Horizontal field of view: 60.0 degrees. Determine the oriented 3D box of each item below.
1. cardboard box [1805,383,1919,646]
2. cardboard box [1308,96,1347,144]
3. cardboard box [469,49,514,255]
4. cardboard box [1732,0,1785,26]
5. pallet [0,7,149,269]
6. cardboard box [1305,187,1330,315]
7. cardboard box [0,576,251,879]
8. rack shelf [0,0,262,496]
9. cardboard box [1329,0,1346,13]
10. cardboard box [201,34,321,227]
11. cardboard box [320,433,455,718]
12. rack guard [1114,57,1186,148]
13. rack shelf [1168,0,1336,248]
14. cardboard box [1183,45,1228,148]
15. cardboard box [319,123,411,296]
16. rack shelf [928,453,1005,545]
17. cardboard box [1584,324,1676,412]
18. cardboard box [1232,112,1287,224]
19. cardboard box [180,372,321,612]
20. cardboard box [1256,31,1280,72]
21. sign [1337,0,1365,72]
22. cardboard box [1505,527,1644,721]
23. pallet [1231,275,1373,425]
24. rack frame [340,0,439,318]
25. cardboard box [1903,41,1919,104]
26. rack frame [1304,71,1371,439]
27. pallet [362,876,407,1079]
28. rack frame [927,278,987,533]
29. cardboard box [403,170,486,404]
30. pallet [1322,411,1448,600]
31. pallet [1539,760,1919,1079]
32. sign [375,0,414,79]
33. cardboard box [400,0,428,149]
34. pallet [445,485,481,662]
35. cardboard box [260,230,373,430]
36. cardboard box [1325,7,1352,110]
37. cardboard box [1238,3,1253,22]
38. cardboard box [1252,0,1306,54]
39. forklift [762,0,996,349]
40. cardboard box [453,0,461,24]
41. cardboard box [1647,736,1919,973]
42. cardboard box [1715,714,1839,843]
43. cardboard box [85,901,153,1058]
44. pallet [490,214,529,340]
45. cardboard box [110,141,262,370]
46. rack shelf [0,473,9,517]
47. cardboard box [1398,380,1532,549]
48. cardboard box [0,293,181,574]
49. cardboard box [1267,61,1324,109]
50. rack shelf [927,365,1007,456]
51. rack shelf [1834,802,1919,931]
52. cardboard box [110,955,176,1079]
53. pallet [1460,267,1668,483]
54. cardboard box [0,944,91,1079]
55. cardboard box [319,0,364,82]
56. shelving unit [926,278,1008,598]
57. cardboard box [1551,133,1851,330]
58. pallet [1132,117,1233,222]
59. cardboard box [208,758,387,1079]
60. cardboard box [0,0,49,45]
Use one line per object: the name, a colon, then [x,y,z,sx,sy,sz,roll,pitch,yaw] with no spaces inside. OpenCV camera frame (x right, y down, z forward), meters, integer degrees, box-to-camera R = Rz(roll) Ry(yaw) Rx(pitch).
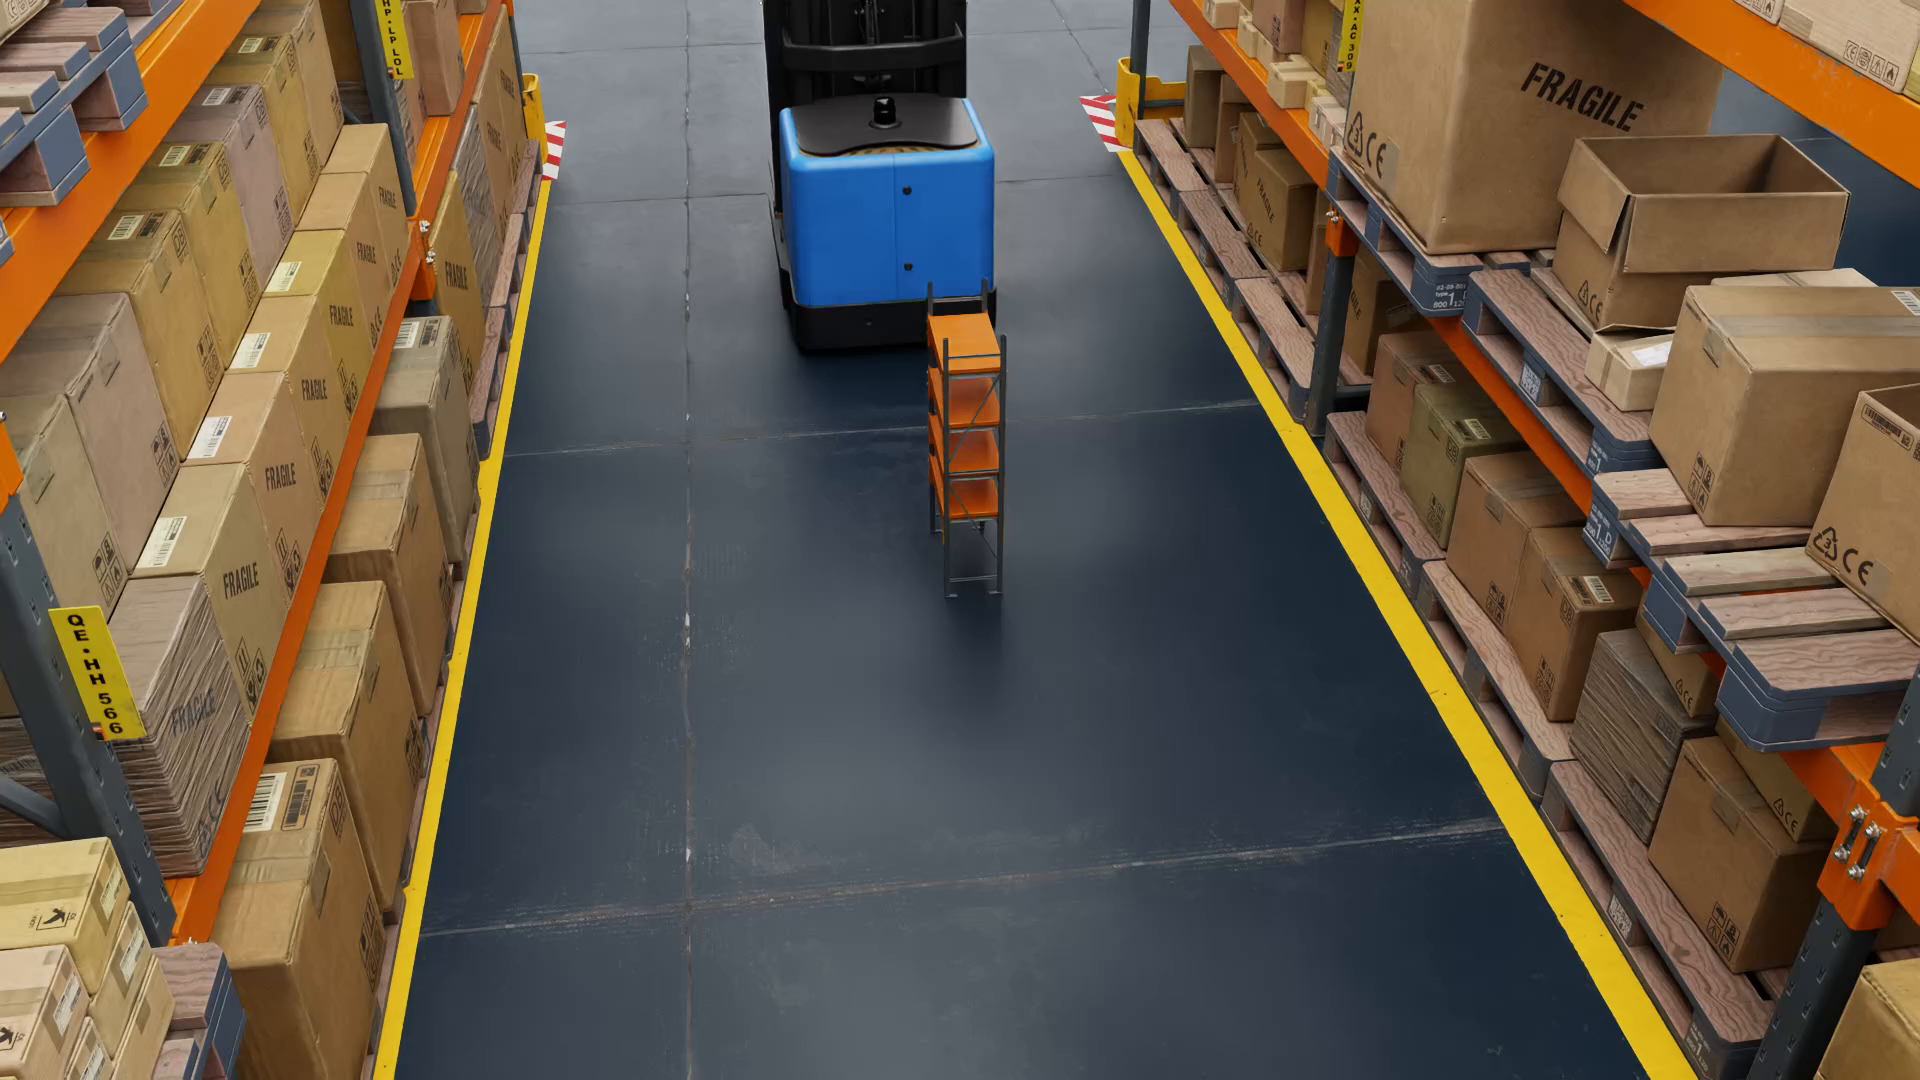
cardboard box: [2.597,-0.077,4.237,0.500,0.500,0.500,-9,35,-12]
cardboard box: [1.827,-1.930,7.641,0.380,0.149,0.250,-4,35,-6]
cardboard box: [-3.018,-2.140,9.240,0.875,0.875,0.875,-5,35,-7]
cardboard box: [2.258,-1.544,4.322,0.500,0.250,0.500,-3,34,-5]
pallet: [-2.358,-0.761,3.207,1.213,0.211,1.003,-3,34,-4]
cardboard box: [2.073,-1.481,8.607,0.500,0.500,0.500,6,35,9]
cardboard box: [-2.012,0.444,3.847,0.500,0.500,0.500,-4,34,-6]
rack shelf: [-2.488,-1.303,4.473,1.077,0.370,4.000,-4,35,-6]
cardboard box: [1.838,-2.603,7.166,0.500,0.500,0.500,-4,35,-6]
cardboard box: [-2.613,-1.367,5.616,0.700,0.500,0.500,-5,35,-7]
cardboard box: [-2.458,0.158,5.979,1.050,0.750,0.750,-4,35,-6]
rack guard: [1.644,-2.952,11.138,1.175,0.500,0.348,-4,35,-6]
rack shelf: [1.903,-2.614,9.062,1.077,0.370,4.000,-4,35,-6]
cardboard box: [1.701,-2.819,10.569,0.500,0.500,0.500,2,34,2]
cardboard box: [-2.422,-1.247,6.327,0.500,0.500,0.500,-5,35,-7]
rack shelf: [0.022,-0.184,6.926,0.258,0.148,0.480,-4,35,-6]
cardboard box: [2.218,-0.592,5.201,0.396,0.266,0.258,-5,35,-8]
cardboard box: [1.881,-2.137,9.569,0.500,0.500,0.500,-1,34,-2]
cardboard box: [-2.150,-0.121,4.676,0.500,0.500,0.500,-4,35,-6]
cardboard box: [1.732,-2.491,8.464,0.380,0.149,0.250,-4,35,-6]
sign: [1.635,-2.108,6.911,0.100,0.325,0.005,-4,35,-6]
cardboard box: [2.429,0.291,5.989,0.700,0.500,0.500,-2,34,-2]
pallet: [2.046,-1.015,8.553,1.003,0.211,1.213,-4,35,-6]
rack frame: [-2.757,-1.476,6.753,1.000,3.000,0.127,-4,35,-6]
cardboard box: [2.402,-0.988,3.505,0.500,0.250,0.500,-4,35,-6]
rack frame: [2.172,-1.796,7.221,1.000,3.000,0.127,-4,35,-6]
pallet: [-2.250,1.462,4.917,1.003,0.211,1.213,-4,35,-6]
rack frame: [-0.011,-0.540,6.976,0.240,1.200,0.015,-4,35,-6]
cardboard box: [-2.772,-1.128,7.756,0.875,0.875,0.875,-4,34,-6]
pallet: [2.278,-0.209,7.369,1.003,0.211,1.213,-4,35,-6]
pallet: [2.606,1.153,5.371,1.003,0.211,1.213,-4,35,-6]
sign: [-2.221,-1.969,6.517,0.100,0.325,0.005,-4,35,-6]
cardboard box: [-2.915,-2.048,7.459,0.875,0.550,0.550,-4,35,-6]
pallet: [-2.579,0.101,6.915,1.003,0.211,1.213,-4,35,-6]
cardboard box: [-2.286,-0.683,5.499,0.500,0.500,0.500,-4,34,-6]
cardboard box: [2.172,-2.216,7.485,0.875,0.500,0.500,-4,35,-6]
cardboard box: [1.706,-2.773,8.878,0.380,0.149,0.250,-4,35,-6]
cardboard box: [1.973,-2.769,8.296,0.875,0.500,0.500,-4,35,-6]
forklift: [-0.547,-3.012,9.068,1.130,2.935,3.031,-5,35,-7]
cardboard box: [-3.154,-2.940,8.767,0.875,0.550,0.550,-4,35,-6]
cardboard box: [2.600,0.915,5.072,0.700,0.500,0.500,-6,35,-9]
cardboard box: [2.590,0.606,4.860,0.500,0.250,0.500,-3,34,-4]
cardboard box: [-1.701,0.804,2.992,0.380,0.149,0.250,-4,34,-5]
pallet: [-2.949,-1.437,9.171,1.003,0.211,1.213,-4,35,-6]
cardboard box: [-2.479,-0.803,4.789,0.700,0.500,0.500,-5,35,-7]
rack shelf: [-1.950,0.930,1.198,1.077,0.370,4.000,-4,35,-6]
cardboard box: [2.278,-0.333,6.903,0.700,0.500,0.500,-5,35,-7]
cardboard box: [-2.339,-0.232,3.950,0.700,0.500,0.500,-5,35,-7]
cardboard box: [1.709,-2.205,8.045,0.380,0.149,0.250,-4,35,-6]
rack shelf: [0.022,-0.533,6.688,0.258,0.148,0.480,-4,35,-6]
rack shelf: [2.978,1.850,2.511,1.077,0.370,4.000,-4,35,-6]
cardboard box: [-1.697,0.927,3.077,0.380,0.149,0.250,-4,34,-6]
pallet: [2.403,-0.586,5.616,1.003,0.211,1.213,-4,35,-6]
cardboard box: [-1.667,0.819,2.706,0.380,0.149,0.250,-5,35,-7]
cardboard box: [-2.773,-2.193,6.712,0.875,0.550,0.550,-4,35,-6]
shelving unit: [0.022,-0.403,6.777,0.258,1.200,0.503,-4,35,-6]
cardboard box: [2.496,-1.051,5.665,0.797,0.503,0.637,-1,34,-1]
pallet: [1.718,-2.377,10.551,1.003,0.211,1.213,-4,35,-6]
cardboard box: [-2.212,1.165,4.501,1.050,0.750,0.750,-5,35,-7]
cardboard box: [-2.098,-1.082,3.128,0.500,0.311,0.500,-4,35,-6]
